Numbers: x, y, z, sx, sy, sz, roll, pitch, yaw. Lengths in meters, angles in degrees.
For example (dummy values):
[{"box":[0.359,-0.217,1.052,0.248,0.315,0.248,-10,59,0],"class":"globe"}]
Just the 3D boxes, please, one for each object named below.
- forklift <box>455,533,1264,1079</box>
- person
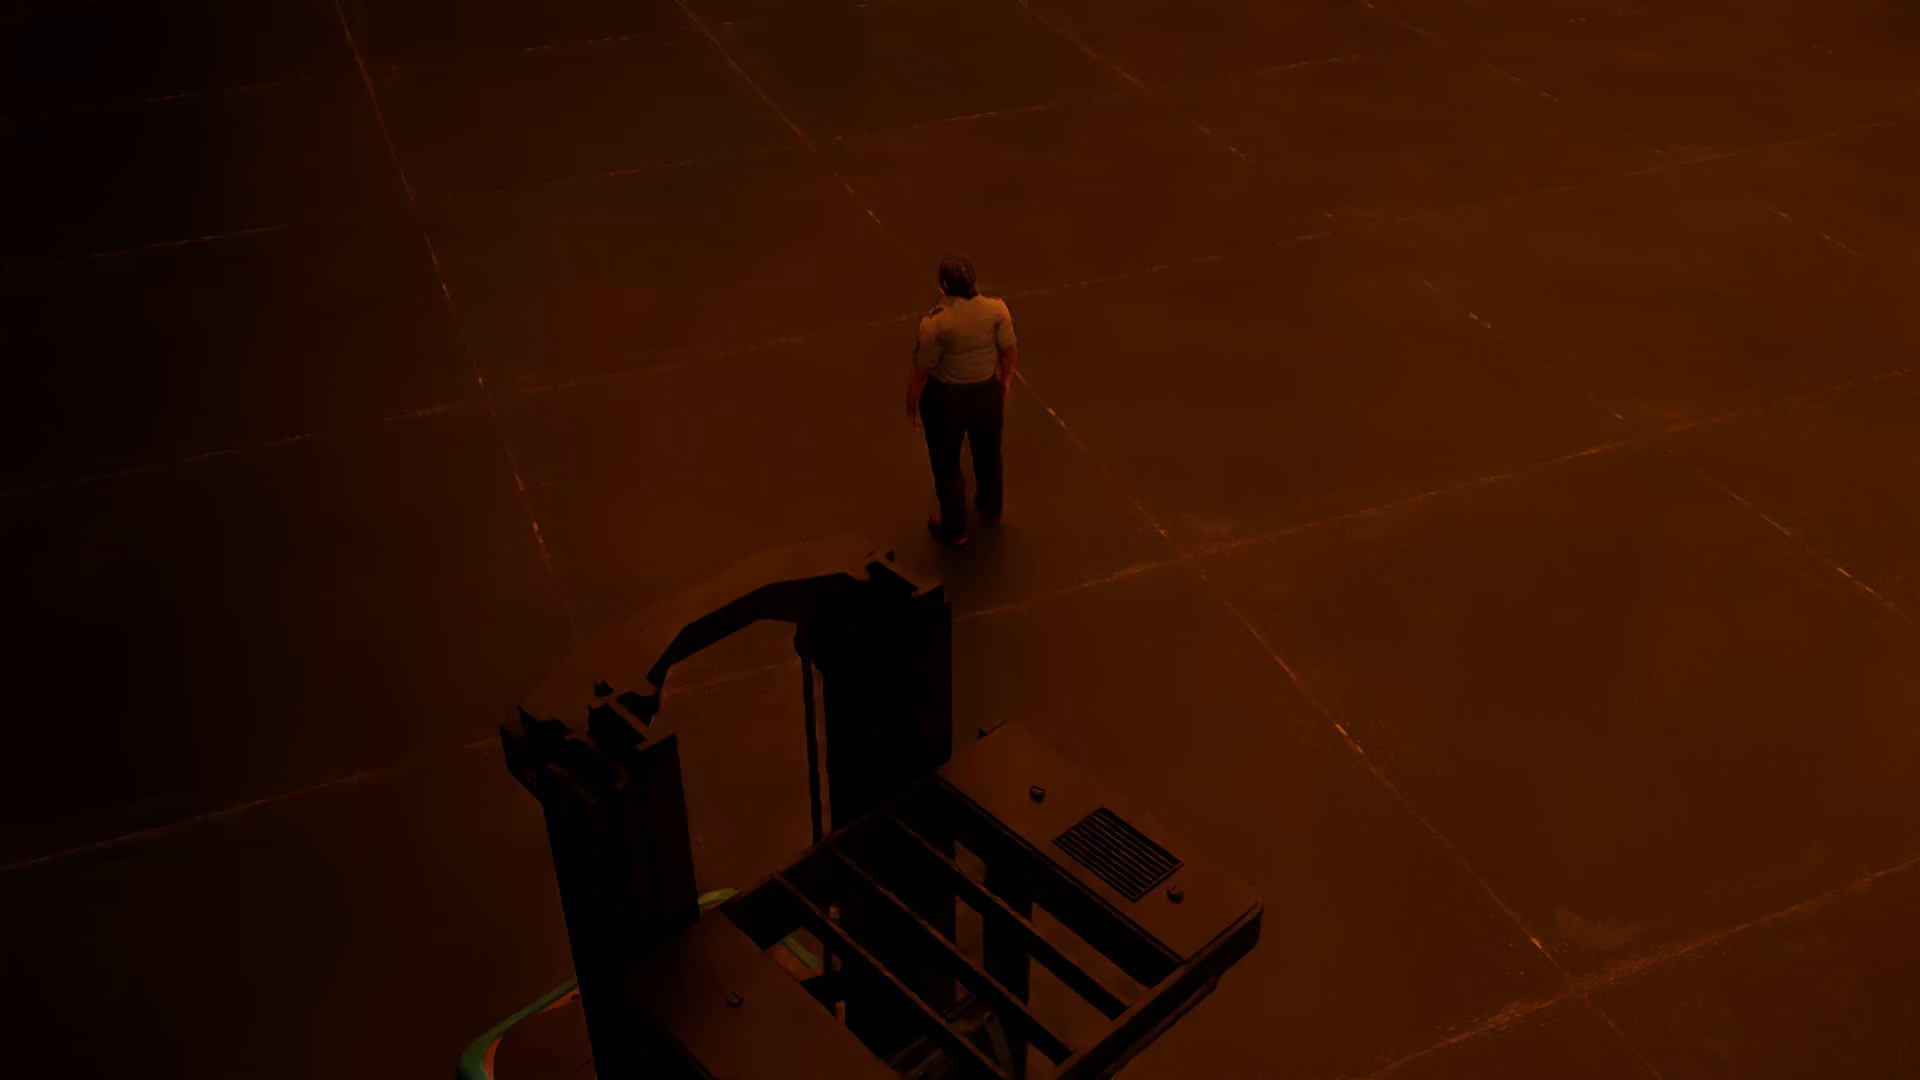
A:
[{"box":[-0.082,1.572,3.887,1.130,2.935,3.031,-28,44,-34],"class":"forklift"},{"box":[-0.014,-0.730,8.221,0.599,1.650,0.502,-14,38,-19],"class":"person"}]
